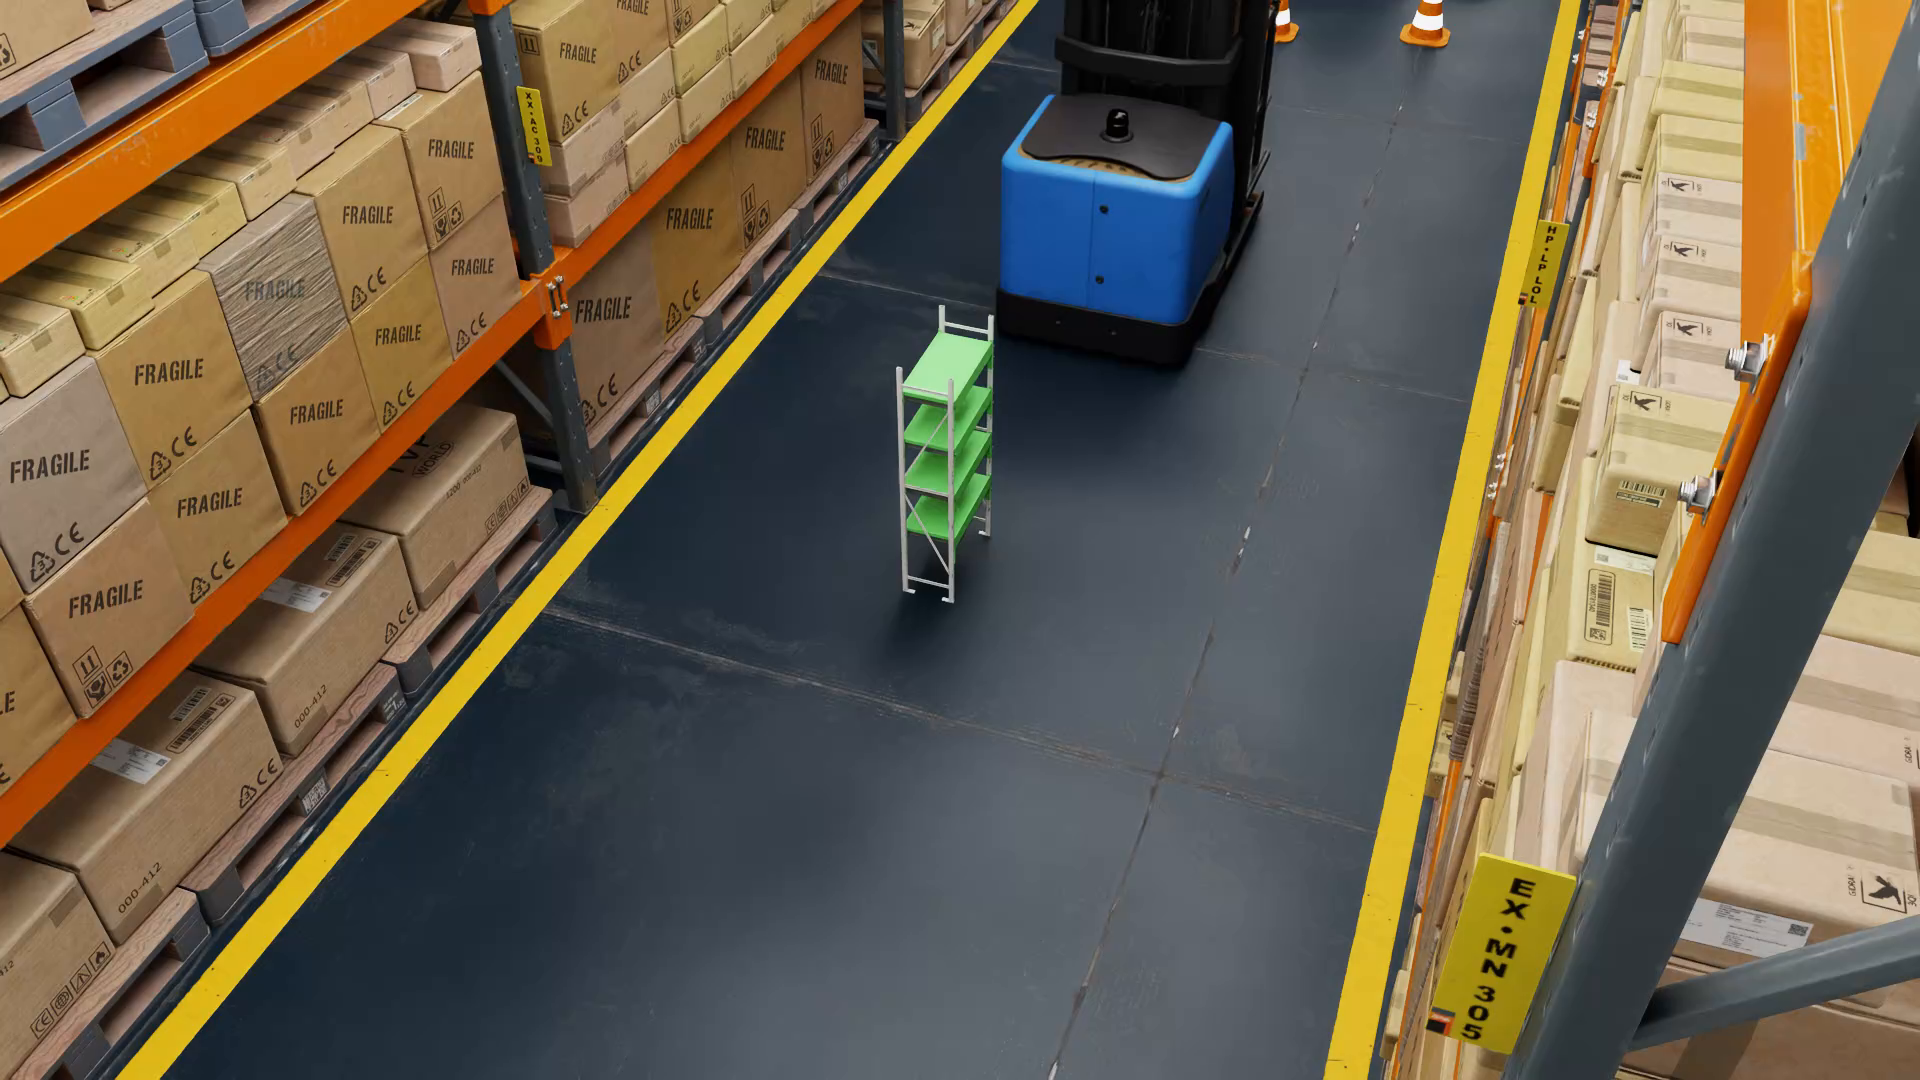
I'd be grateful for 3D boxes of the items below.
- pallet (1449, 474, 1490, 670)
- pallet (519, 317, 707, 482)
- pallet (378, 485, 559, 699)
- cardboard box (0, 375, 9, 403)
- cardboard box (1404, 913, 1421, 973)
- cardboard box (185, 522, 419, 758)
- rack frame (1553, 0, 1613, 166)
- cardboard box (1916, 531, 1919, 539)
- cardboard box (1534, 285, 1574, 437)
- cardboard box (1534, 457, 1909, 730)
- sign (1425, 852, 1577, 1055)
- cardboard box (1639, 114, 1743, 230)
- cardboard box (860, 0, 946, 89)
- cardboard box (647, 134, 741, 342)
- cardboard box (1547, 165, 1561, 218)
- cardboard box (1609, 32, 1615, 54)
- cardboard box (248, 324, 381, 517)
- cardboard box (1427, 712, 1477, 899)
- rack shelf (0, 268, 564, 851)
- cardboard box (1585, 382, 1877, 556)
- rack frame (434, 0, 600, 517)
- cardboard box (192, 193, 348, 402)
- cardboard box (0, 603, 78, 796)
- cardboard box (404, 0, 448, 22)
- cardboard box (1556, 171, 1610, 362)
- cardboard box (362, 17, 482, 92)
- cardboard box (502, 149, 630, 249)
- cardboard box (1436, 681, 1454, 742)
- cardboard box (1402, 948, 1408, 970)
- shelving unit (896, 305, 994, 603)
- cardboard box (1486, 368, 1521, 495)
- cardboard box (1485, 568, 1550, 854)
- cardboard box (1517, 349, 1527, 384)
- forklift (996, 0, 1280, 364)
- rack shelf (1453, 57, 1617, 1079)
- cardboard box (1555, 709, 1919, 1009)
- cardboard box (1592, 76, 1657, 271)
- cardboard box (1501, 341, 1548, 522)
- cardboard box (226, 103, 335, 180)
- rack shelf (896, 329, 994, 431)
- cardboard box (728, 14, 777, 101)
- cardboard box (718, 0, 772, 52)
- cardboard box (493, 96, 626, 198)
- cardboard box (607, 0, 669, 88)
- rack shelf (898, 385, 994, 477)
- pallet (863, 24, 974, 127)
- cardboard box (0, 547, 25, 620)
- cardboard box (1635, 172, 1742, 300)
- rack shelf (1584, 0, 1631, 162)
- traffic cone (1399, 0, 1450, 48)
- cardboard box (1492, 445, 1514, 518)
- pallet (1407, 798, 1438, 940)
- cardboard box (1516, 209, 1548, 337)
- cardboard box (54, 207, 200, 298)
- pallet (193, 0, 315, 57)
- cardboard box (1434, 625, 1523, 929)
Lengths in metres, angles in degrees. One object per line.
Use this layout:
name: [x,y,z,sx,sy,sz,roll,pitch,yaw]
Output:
pallet: [2.745,0.226,7.277,1.003,0.211,1.213,13,42,15]
pallet: [-2.013,-0.824,8.506,1.003,0.211,1.213,13,42,15]
pallet: [-2.540,0.110,7.412,1.003,0.211,1.213,13,42,15]
cardboard box: [-2.860,-0.423,4.541,0.380,0.149,0.250,14,42,16]
cardboard box: [1.647,1.399,5.397,0.380,0.149,0.250,13,42,15]
cardboard box: [-2.827,0.323,6.664,0.875,0.438,0.875,12,42,14]
rack frame: [3.848,-2.800,8.674,1.000,3.000,0.127,13,42,15]
cardboard box: [1.684,0.277,2.487,0.500,0.250,0.500,13,42,15]
cardboard box: [1.934,-0.351,4.727,0.500,0.500,0.500,12,42,14]
cardboard box: [1.204,0.156,2.629,0.500,0.250,0.500,12,42,14]
sign: [0.598,0.466,1.853,0.100,0.325,0.005,13,42,15]
cardboard box: [1.581,-0.709,3.335,0.380,0.149,0.250,12,42,14]
cardboard box: [-0.636,-3.339,11.007,0.950,0.372,0.625,11,42,12]
cardboard box: [-1.768,-1.697,8.695,0.875,0.875,0.875,14,43,16]
cardboard box: [3.211,-1.618,8.313,0.500,0.250,0.500,13,42,15]
cardboard box: [3.413,-2.472,8.160,0.380,0.149,0.250,15,43,17]
cardboard box: [-2.453,-0.471,5.867,0.500,0.500,0.500,13,42,14]
cardboard box: [1.550,0.671,4.300,0.500,0.500,0.500,15,43,17]
rack shelf: [-2.890,0.096,5.834,1.077,0.370,4.000,13,42,15]
cardboard box: [1.202,-0.085,2.604,0.380,0.149,0.250,14,42,16]
rack frame: [-2.206,-1.397,7.030,1.000,3.000,0.127,13,42,15]
cardboard box: [-2.454,-0.846,5.537,0.500,0.500,0.500,14,42,16]
cardboard box: [-2.993,0.461,4.775,0.500,0.500,0.500,13,42,14]
cardboard box: [-2.289,-2.144,7.058,0.500,0.500,0.500,15,43,16]
cardboard box: [1.715,-0.600,3.900,0.500,0.250,0.500,15,43,17]
cardboard box: [-2.012,-1.804,6.160,0.380,0.149,0.250,12,42,14]
cardboard box: [-1.807,-1.550,7.325,0.500,0.250,0.500,12,42,14]
cardboard box: [2.054,0.715,6.427,0.380,0.149,0.250,12,42,13]
cardboard box: [1.648,1.516,5.489,0.380,0.149,0.250,12,42,14]
shelving unit: [-0.057,-0.355,7.196,0.258,1.200,0.503,13,42,15]
cardboard box: [2.672,-0.389,7.451,0.500,0.500,0.500,12,42,14]
cardboard box: [1.187,0.347,2.791,0.500,0.250,0.500,13,42,15]
cardboard box: [2.686,-0.675,7.208,0.500,0.250,0.500,15,43,17]
forklift: [1.175,-2.997,8.958,1.130,2.935,3.031,13,42,15]
rack shelf: [1.796,-0.008,3.645,1.077,0.370,4.000,13,42,15]
cardboard box: [0.950,0.386,2.053,0.380,0.149,0.250,13,42,15]
cardboard box: [1.730,-0.787,3.735,0.500,0.250,0.500,14,42,16]
cardboard box: [2.074,-0.265,5.397,0.500,0.500,0.500,13,42,14]
cardboard box: [-2.369,-1.359,5.638,0.380,0.149,0.250,13,42,15]
rack shelf: [-0.057,-0.672,6.926,0.258,0.148,0.480,13,42,15]
cardboard box: [-1.262,-2.478,8.412,0.500,0.250,0.500,13,42,14]
cardboard box: [-1.270,-2.671,8.254,0.500,0.250,0.500,12,42,14]
cardboard box: [-1.791,-1.736,7.158,0.500,0.250,0.500,12,42,14]
cardboard box: [-1.637,-2.336,7.284,0.500,0.500,0.500,13,42,15]
rack shelf: [-0.057,-0.489,7.082,0.258,0.148,0.480,13,42,15]
pallet: [-0.570,-3.252,11.353,1.003,0.211,1.213,13,42,15]
cardboard box: [-2.972,0.078,4.454,0.500,0.500,0.500,12,42,14]
cardboard box: [1.497,-0.548,3.147,0.380,0.149,0.250,12,42,14]
rack shelf: [3.164,-2.447,6.504,1.077,0.370,4.000,13,42,15]
traffic cone: [3.338,-3.792,11.791,0.336,0.463,0.334,13,42,15]
cardboard box: [2.076,-0.164,5.779,0.380,0.149,0.250,15,43,17]
pallet: [2.284,1.118,6.230,1.003,0.211,1.213,13,42,15]
cardboard box: [3.198,-1.326,8.549,0.500,0.500,0.500,14,42,16]
cardboard box: [-2.579,-0.885,5.082,0.380,0.149,0.250,13,42,15]
pallet: [-2.496,-2.008,5.503,1.003,0.211,1.213,13,42,15]
cardboard box: [1.378,0.586,3.630,0.500,0.500,0.500,15,43,17]
